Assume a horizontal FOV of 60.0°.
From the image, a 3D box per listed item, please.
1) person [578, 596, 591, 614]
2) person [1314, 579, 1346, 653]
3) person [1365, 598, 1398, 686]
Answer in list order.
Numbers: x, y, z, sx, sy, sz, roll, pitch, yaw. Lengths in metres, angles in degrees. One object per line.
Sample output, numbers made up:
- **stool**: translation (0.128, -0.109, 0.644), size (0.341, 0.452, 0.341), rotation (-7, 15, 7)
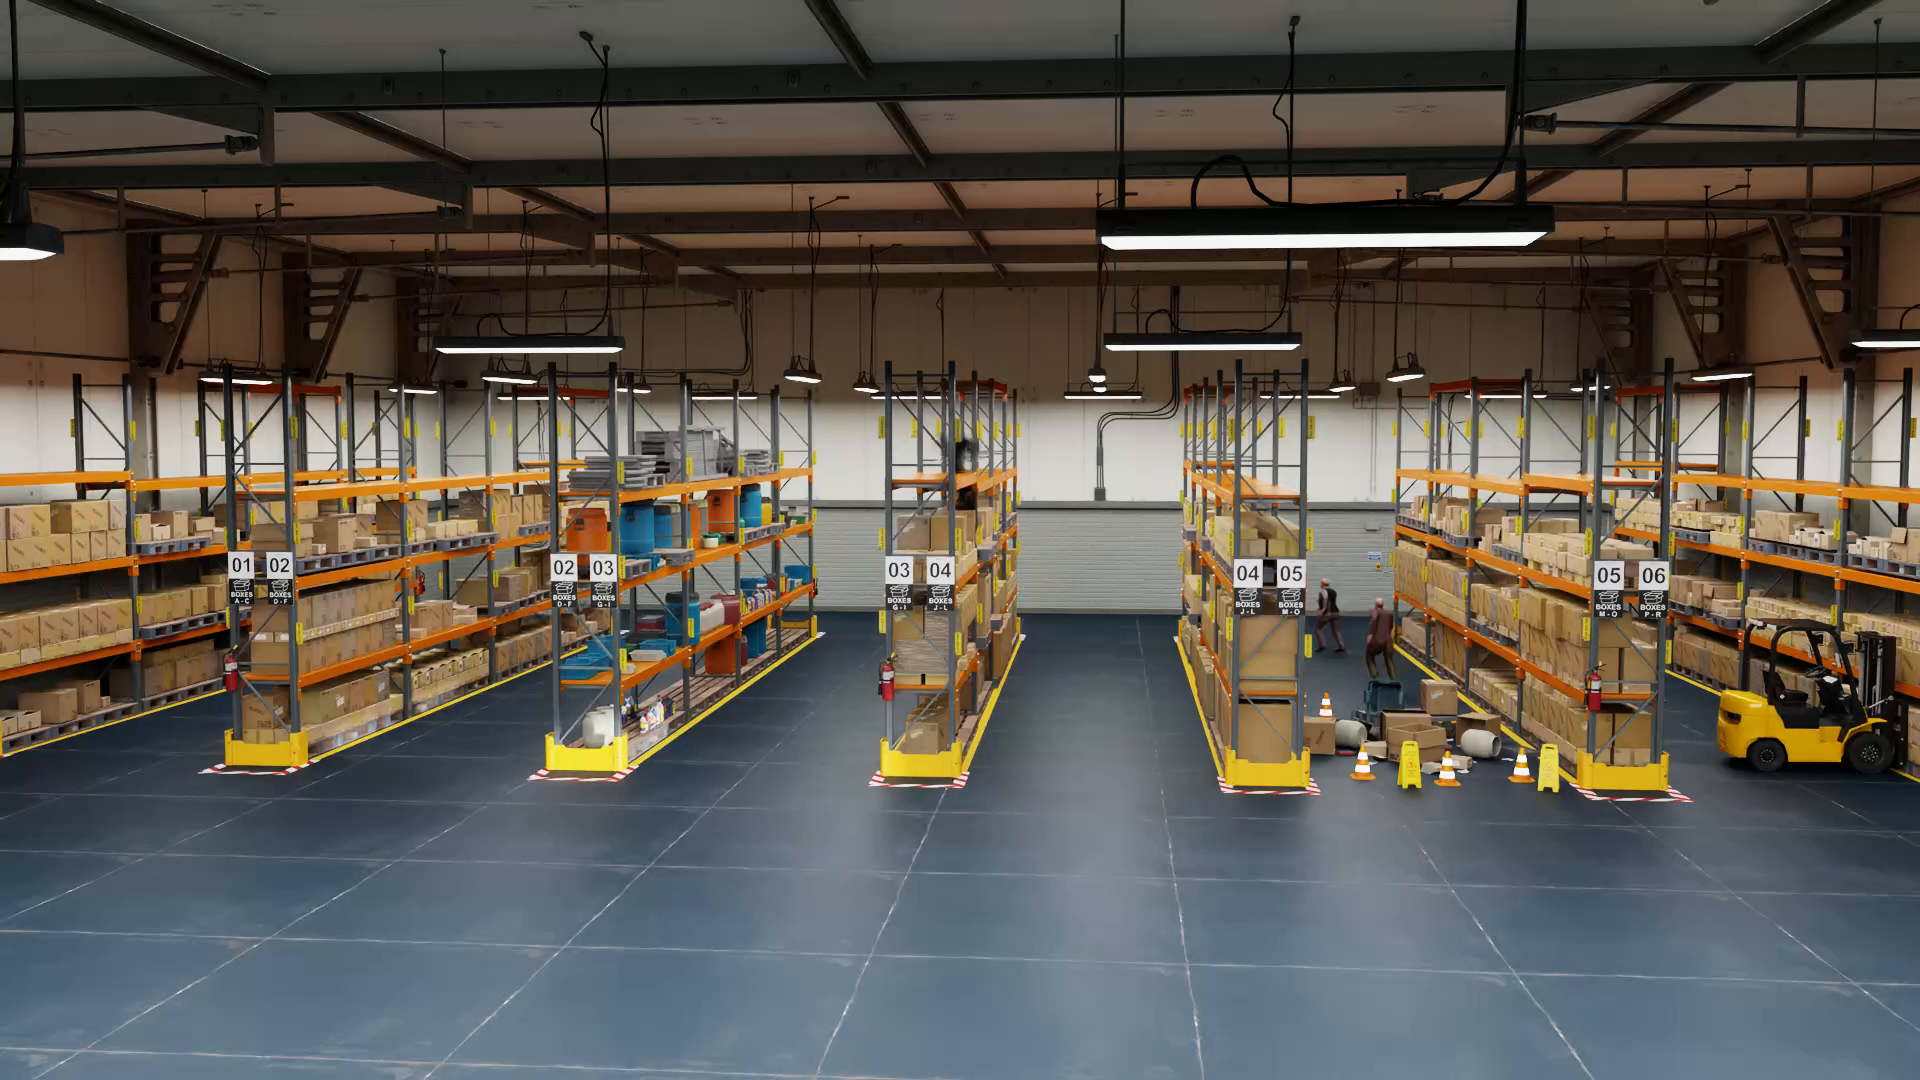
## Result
- **person**: translation (-9.479, 1.341, 42.012), size (0.913, 1.759, 0.654), rotation (0, 4, 6)
- **person**: translation (8.283, 1.718, 37.363), size (0.646, 1.682, 0.972), rotation (-2, 4, -29)
- **person**: translation (8.231, 2.011, 32.476), size (0.697, 1.743, 1.048), rotation (-1, 4, -14)
